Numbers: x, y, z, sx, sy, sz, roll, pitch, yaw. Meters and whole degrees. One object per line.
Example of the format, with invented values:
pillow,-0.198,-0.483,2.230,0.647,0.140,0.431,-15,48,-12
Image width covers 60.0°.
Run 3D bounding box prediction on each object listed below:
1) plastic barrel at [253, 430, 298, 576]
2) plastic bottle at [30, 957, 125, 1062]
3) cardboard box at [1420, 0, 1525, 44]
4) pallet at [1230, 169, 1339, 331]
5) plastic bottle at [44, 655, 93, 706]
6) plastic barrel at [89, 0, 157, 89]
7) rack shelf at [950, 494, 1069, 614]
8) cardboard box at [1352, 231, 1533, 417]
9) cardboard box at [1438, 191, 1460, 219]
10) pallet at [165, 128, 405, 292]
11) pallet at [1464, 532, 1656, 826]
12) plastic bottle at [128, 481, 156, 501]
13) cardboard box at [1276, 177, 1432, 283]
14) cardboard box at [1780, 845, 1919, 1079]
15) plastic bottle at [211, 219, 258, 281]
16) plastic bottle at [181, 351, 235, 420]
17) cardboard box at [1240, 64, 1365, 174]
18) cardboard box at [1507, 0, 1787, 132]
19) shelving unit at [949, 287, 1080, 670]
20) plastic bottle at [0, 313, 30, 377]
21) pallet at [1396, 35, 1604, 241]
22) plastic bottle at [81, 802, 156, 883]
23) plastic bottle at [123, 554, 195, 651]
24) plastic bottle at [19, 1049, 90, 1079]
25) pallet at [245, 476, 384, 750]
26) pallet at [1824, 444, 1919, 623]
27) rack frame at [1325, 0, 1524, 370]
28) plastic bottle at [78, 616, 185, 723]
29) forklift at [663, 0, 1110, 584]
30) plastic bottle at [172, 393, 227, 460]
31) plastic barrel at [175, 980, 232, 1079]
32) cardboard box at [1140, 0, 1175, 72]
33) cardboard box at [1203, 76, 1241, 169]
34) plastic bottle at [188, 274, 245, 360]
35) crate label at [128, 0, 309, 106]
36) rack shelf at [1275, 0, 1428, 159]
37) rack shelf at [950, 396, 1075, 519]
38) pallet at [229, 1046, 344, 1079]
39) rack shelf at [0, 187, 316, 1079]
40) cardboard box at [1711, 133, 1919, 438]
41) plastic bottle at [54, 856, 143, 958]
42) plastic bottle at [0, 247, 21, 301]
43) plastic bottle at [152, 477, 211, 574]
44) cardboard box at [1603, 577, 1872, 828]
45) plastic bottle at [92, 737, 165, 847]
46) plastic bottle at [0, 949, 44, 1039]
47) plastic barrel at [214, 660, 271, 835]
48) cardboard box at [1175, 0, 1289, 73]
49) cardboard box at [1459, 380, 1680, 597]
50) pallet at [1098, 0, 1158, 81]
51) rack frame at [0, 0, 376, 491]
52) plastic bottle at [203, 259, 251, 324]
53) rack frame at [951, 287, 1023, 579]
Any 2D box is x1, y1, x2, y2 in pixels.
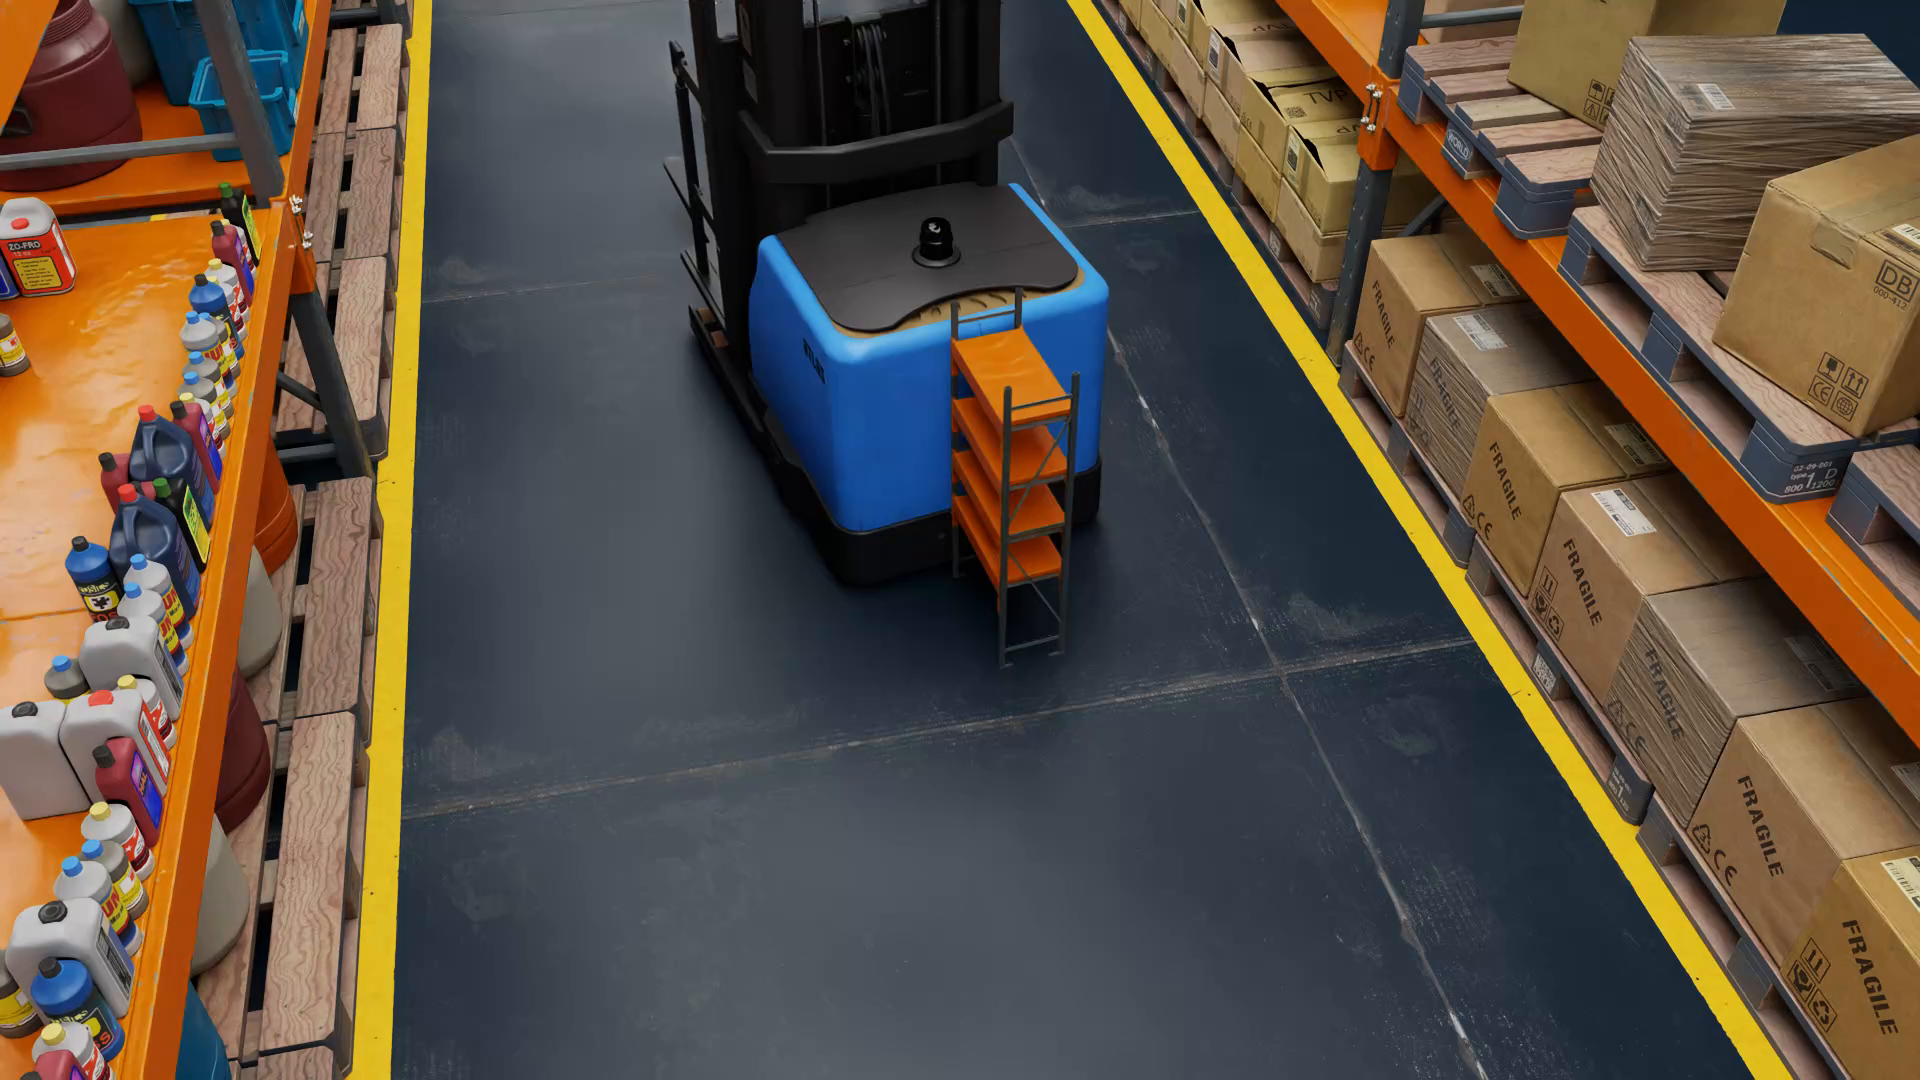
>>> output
plastic barrel,-2.642,-0.281,5.625,0.600,0.830,0.708,-8,42,-9
plastic bottle,-1.656,0.870,3.107,0.097,0.271,0.097,0,42,0
cardboard box,2.037,-2.166,6.498,0.500,0.311,0.500,-6,42,-7
pallet,1.933,-1.454,7.729,1.003,0.211,1.213,-8,42,-9
plastic bottle,-1.997,0.342,3.755,0.097,0.201,0.097,0,42,0
plastic barrel,-3.195,-1.928,6.078,0.421,0.512,0.421,0,42,0
rack shelf,0.166,0.016,5.729,0.258,0.148,0.480,-13,43,-14
cardboard box,1.892,-0.851,6.501,0.500,0.500,0.500,-7,42,-7
cardboard box,2.247,-1.678,7.213,0.500,0.311,0.500,-7,42,-8
pallet,-3.154,-1.504,7.786,1.003,0.211,1.213,-8,42,-9
pallet,2.457,0.364,5.681,1.003,0.211,1.213,-8,42,-9
plastic bottle,-2.005,-0.050,4.134,0.061,0.283,0.133,-8,42,-9
cardboard box,1.721,-1.392,7.314,0.500,0.250,0.500,-7,42,-8
cardboard box,2.550,1.127,4.273,0.500,0.500,0.500,-9,42,-10
plastic bottle,-2.253,-0.897,5.151,0.097,0.201,0.097,0,42,0
plastic bottle,-2.099,-0.432,4.627,0.097,0.201,0.097,0,42,0
cardboard box,1.601,-1.936,7.504,0.500,0.311,0.500,-9,42,-10
cardboard box,2.319,-1.760,5.581,0.700,0.500,0.500,-22,46,-23
shelving unit,0.166,-0.183,5.552,0.258,1.200,0.503,-13,43,-14
plastic bottle,-2.769,-0.579,4.793,0.097,0.201,0.097,0,42,0
pallet,2.288,-1.456,5.776,1.213,0.211,1.003,-8,42,-9
plastic bottle,-1.748,0.620,3.442,0.097,0.201,0.097,0,42,0
plastic bottle,-1.898,0.143,3.926,0.097,0.271,0.097,0,42,0
plastic bottle,-1.592,1.001,2.951,0.061,0.283,0.133,-8,42,-9
pallet,-2.554,0.298,5.756,1.003,0.211,1.213,-8,42,-9
pallet,2.871,0.173,3.940,1.003,0.211,1.213,-8,42,-9
rack frame,2.073,-1.958,6.196,1.000,3.000,0.127,-8,42,-9
plastic bottle,-1.879,0.284,3.764,0.152,0.276,0.135,-8,42,-9
forklift,-0.517,-1.923,6.208,1.130,2.935,3.031,-16,44,-17
plastic bottle,-2.057,-0.306,4.485,0.097,0.201,0.097,0,42,0
plastic barrel,-2.155,1.156,3.952,0.600,0.901,0.708,-8,42,-9
cardboard box,1.278,-2.715,8.804,0.500,0.250,0.500,-10,42,-11
cardboard box,1.501,-2.052,8.058,0.500,0.250,0.500,-7,42,-8
plastic bottle,-2.162,-0.648,4.817,0.097,0.271,0.097,0,42,0
crate label,-2.715,-1.946,6.156,0.502,0.435,0.616,-8,42,-9
rack shelf,1.641,-2.985,7.895,1.077,0.370,4.000,-8,42,-9
rack shelf,0.166,-0.300,5.448,0.258,0.148,0.480,-13,43,-14
pallet,-2.027,1.879,3.974,1.003,0.211,1.213,-8,42,-9
rack shelf,-2.333,0.315,4.177,1.077,0.370,4.000,-8,42,-9
cardboard box,2.495,-0.696,4.382,0.700,0.500,0.500,-19,45,-20
plastic bottle,-1.706,0.720,3.276,0.097,0.271,0.097,0,42,0
plastic bottle,-2.987,-0.877,5.072,0.152,0.276,0.135,-8,42,-9
plastic bottle,-1.945,-0.058,4.144,0.061,0.283,0.133,-8,42,-9
cardboard box,2.344,0.480,5.001,0.500,0.500,0.500,-8,42,-9
plastic bottle,-1.755,0.512,3.502,0.061,0.283,0.133,-8,42,-9
plastic bottle,-1.826,0.855,3.177,0.097,0.201,0.097,0,42,0
plastic barrel,-2.398,0.541,4.881,0.600,0.588,0.708,-8,42,-9
cardboard box,1.389,-2.589,8.239,0.500,0.311,0.500,-7,42,-8
cardboard box,2.114,-0.187,5.753,0.500,0.500,0.500,-9,42,-10
pallet,1.407,-3.036,9.511,1.003,0.211,1.213,-8,42,-9
rack frame,-2.764,-1.250,5.399,1.000,3.000,0.127,-8,42,-9
plastic bottle,-2.204,-0.748,4.983,0.097,0.201,0.097,0,42,0
rack frame,0.086,-0.336,5.724,0.240,1.200,0.015,-13,43,-14
